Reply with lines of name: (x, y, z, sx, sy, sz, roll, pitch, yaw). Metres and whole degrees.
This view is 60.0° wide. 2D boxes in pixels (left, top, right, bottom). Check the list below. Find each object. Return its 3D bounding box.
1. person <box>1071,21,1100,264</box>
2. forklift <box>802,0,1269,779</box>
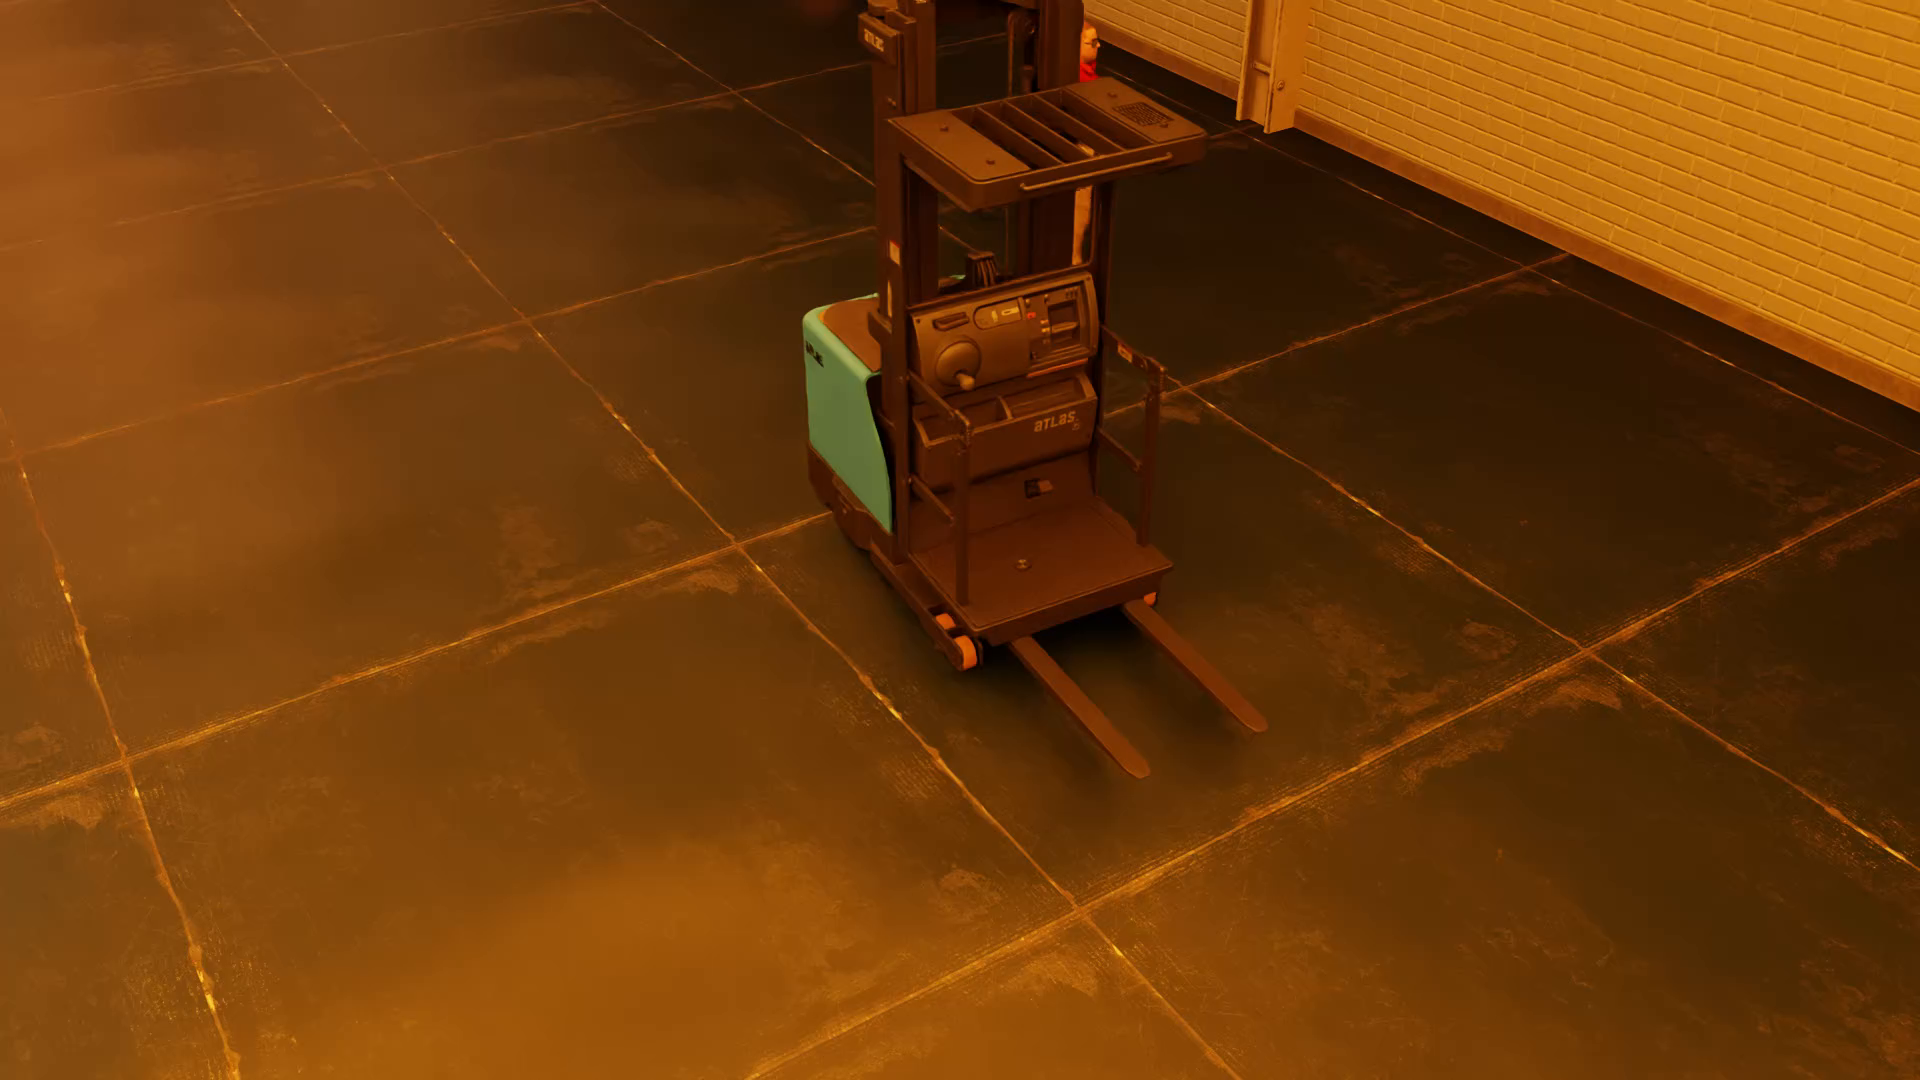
person: (0.783, -2.482, 10.727, 0.376, 1.731, 0.554, 2, 35, 3)
forklift: (0.319, -0.882, 7.403, 1.130, 2.935, 3.031, -17, 39, -23)
